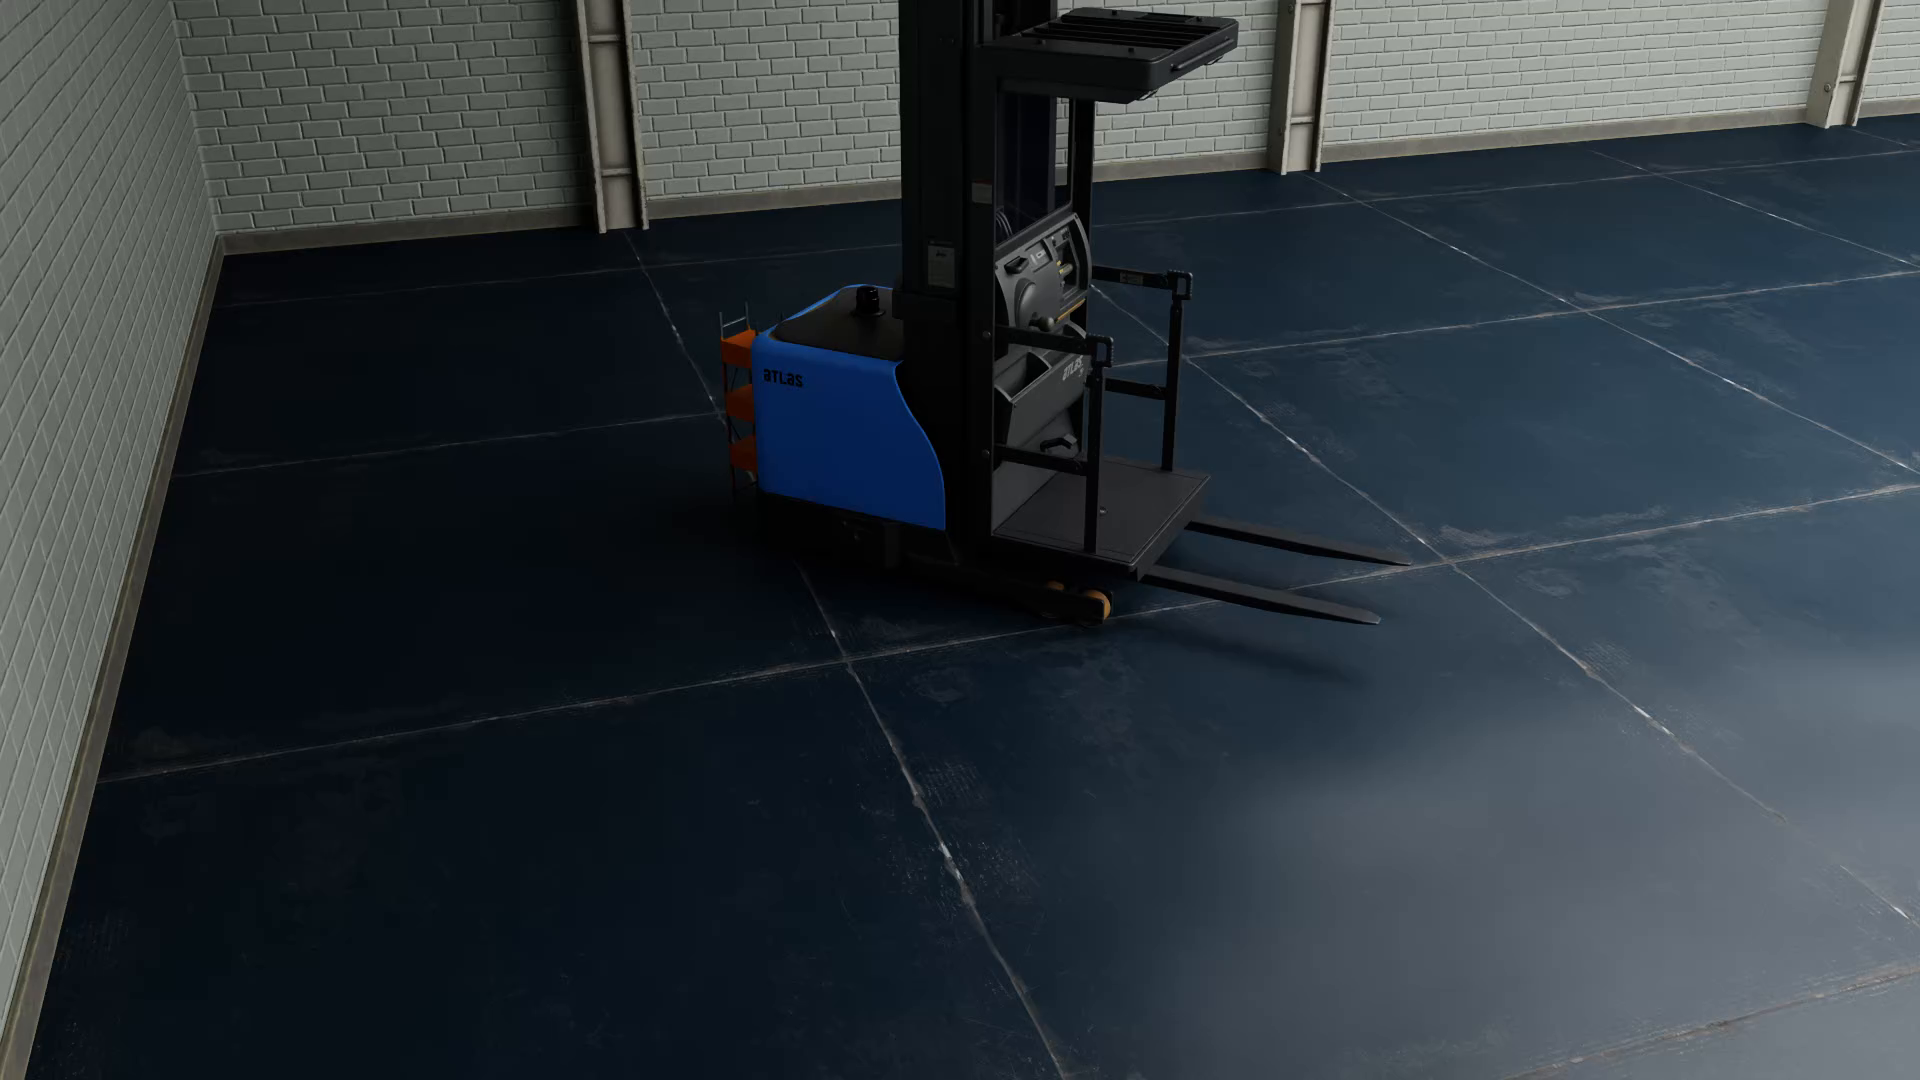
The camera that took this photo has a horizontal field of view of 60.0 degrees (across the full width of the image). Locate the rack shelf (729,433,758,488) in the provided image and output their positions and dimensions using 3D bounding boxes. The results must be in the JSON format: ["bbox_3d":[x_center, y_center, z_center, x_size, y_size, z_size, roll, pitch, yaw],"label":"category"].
[{"bbox_3d":[-1.014,-0.388,8.495,0.240,0.259,0.215,18,33,33],"label":"rack shelf"}]

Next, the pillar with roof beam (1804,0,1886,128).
[{"bbox_3d":[10.033,-6.378,10.977,0.400,9.000,9.100,-8,28,-16],"label":"pillar with roof beam"}]

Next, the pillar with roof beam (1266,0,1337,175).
[{"bbox_3d":[4.328,-5.551,9.312,0.400,9.000,9.100,-8,28,-16],"label":"pillar with roof beam"}]

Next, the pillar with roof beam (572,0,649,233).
[{"bbox_3d":[-1.377,-4.725,7.648,0.400,9.000,9.100,-8,28,-16],"label":"pillar with roof beam"}]

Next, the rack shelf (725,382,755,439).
[{"bbox_3d":[-1.016,-0.635,8.368,0.240,0.259,0.215,18,33,33],"label":"rack shelf"}]

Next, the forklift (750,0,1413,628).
[{"bbox_3d":[0.560,-1.190,7.350,3.031,2.935,1.130,12,29,23],"label":"forklift"}]

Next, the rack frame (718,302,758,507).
[{"bbox_3d":[-1.114,-0.677,8.429,0.008,1.050,0.200,18,33,33],"label":"rack frame"}]

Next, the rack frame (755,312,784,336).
[{"bbox_3d":[-0.919,-0.612,8.298,0.008,1.050,0.200,18,33,33],"label":"rack frame"}]

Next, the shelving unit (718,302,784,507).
[{"bbox_3d":[-1.016,-0.644,8.363,0.252,1.050,0.215,18,33,33],"label":"shelving unit"}]

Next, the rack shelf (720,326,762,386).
[{"bbox_3d":[-1.019,-0.887,8.239,0.240,0.259,0.215,18,33,33],"label":"rack shelf"}]
